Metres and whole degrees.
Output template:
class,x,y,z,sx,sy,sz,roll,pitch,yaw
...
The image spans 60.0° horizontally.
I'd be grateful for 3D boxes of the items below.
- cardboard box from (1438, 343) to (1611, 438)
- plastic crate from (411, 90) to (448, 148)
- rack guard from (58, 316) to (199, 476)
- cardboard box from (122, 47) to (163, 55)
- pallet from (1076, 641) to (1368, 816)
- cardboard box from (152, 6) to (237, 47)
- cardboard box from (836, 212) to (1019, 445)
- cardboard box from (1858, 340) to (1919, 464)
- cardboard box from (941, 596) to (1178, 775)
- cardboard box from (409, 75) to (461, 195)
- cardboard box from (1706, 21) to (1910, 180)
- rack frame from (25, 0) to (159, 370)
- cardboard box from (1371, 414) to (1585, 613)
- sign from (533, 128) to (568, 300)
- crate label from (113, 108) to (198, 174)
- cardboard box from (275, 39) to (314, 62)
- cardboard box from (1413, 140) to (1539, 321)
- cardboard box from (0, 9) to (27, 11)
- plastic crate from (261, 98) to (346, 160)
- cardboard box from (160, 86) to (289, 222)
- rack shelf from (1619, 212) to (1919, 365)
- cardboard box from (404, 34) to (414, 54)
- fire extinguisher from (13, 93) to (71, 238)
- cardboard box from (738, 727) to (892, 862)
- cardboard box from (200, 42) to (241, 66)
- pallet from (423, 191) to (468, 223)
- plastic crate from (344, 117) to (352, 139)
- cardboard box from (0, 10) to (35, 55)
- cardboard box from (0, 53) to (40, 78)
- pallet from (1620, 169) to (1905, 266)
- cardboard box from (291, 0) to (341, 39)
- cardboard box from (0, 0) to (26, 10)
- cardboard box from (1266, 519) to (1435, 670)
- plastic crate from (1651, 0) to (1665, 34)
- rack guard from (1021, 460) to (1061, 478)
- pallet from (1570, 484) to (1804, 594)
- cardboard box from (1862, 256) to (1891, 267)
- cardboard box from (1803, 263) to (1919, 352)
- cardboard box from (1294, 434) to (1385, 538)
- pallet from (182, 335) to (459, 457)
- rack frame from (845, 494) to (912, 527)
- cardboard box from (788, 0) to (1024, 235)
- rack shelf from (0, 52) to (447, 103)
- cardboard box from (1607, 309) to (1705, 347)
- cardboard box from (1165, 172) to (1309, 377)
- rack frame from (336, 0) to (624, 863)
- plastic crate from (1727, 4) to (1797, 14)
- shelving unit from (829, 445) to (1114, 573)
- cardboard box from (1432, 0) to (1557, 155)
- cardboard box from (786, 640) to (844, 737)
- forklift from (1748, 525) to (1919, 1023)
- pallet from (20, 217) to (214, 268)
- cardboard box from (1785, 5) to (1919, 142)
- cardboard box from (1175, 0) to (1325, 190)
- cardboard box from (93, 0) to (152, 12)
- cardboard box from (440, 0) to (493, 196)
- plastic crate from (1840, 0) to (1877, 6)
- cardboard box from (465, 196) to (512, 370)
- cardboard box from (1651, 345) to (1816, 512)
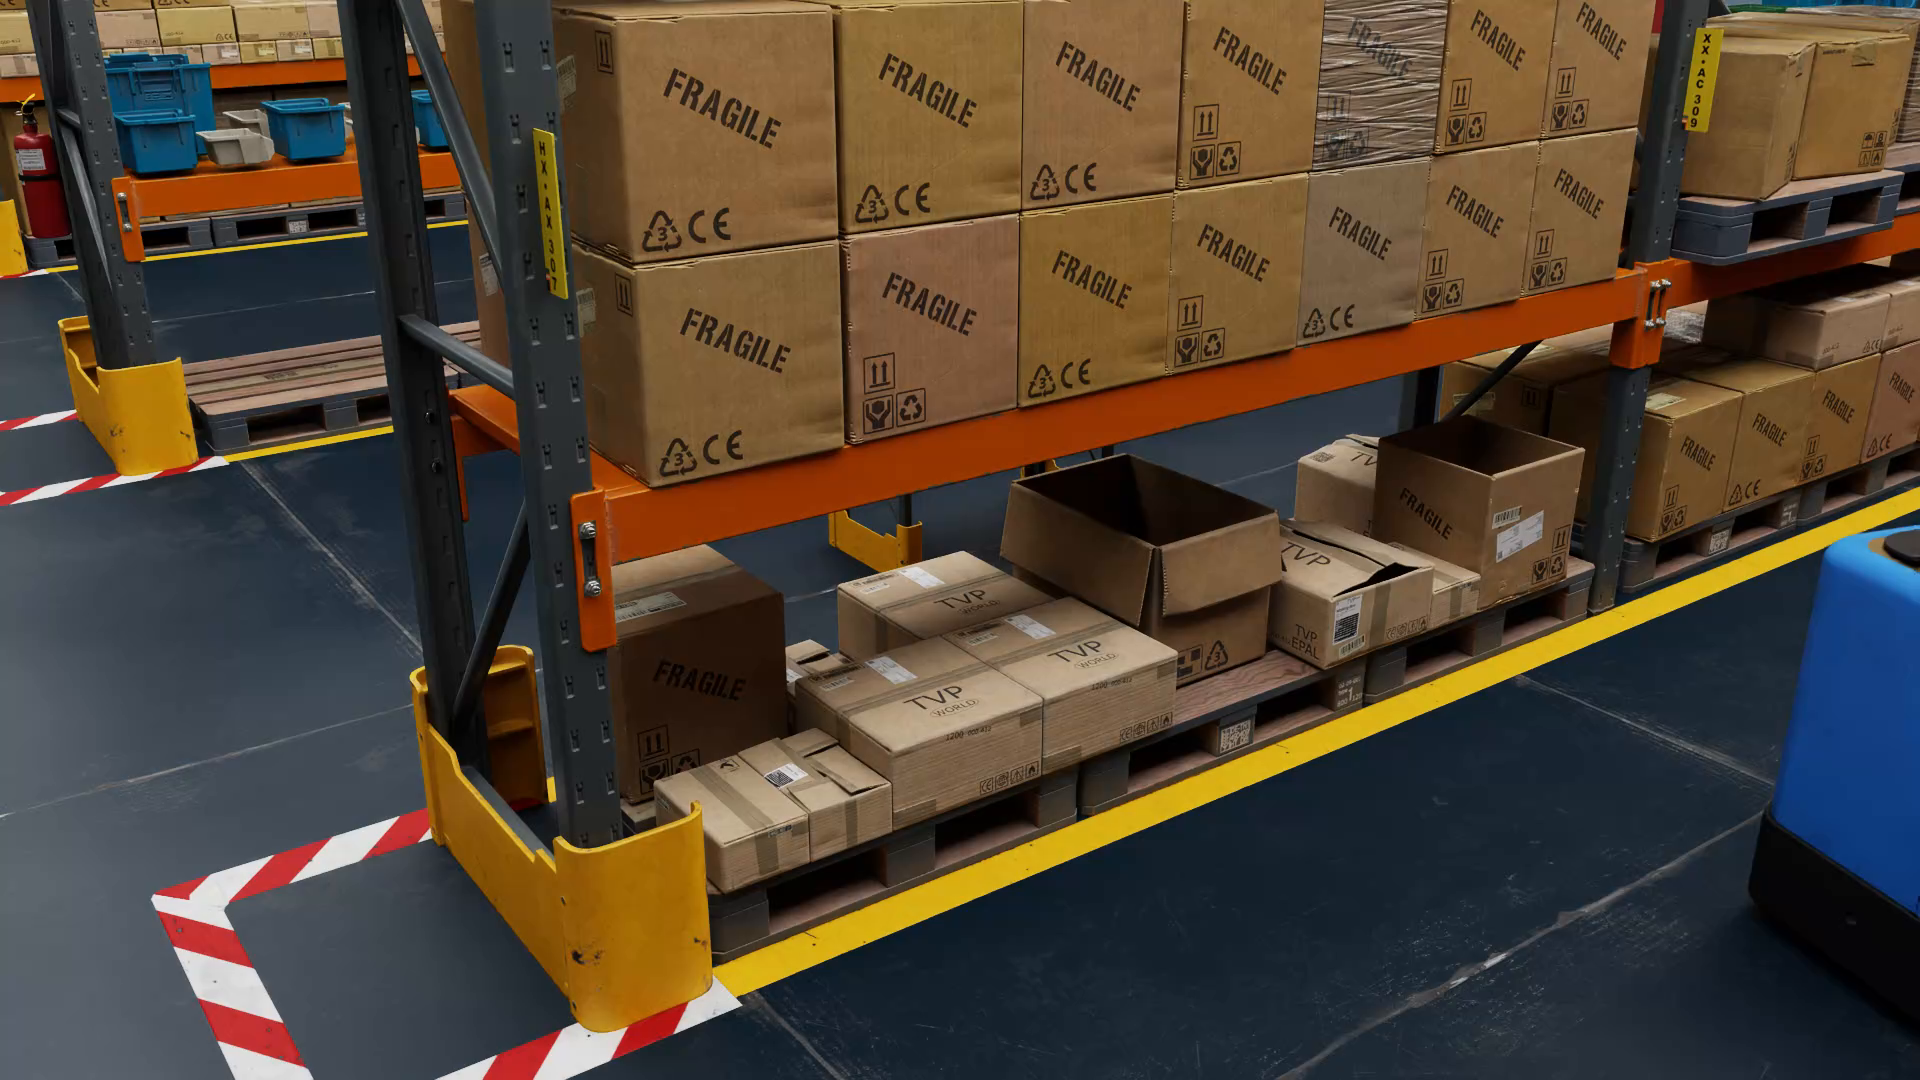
class,x,y,z,sx,sy,sz,roll,pitch,yaw
cardboard box,2.349,-0.509,6.904,0.500,0.500,0.500,-15,26,-33
plastic crate,-2.559,-2.088,8.225,0.300,0.233,0.416,-15,26,-33
rack guard,-4.033,-0.728,8.046,0.348,0.500,1.175,-15,26,-33
cardboard box,-5.806,-3.417,11.752,0.250,0.149,0.380,-15,26,-34
pallet,0.567,0.436,5.518,1.213,0.211,1.003,-15,26,-33
cardboard box,-5.538,-3.701,11.926,0.500,0.250,0.500,-16,27,-35
cardboard box,-0.201,-0.583,4.176,0.500,0.500,0.500,-15,26,-33
cardboard box,3.898,-0.682,7.336,0.500,0.500,0.500,-16,27,-35
cardboard box,0.288,0.417,4.921,0.500,0.250,0.500,-15,26,-33
cardboard box,-4.249,-3.343,13.528,0.875,0.875,0.875,-15,26,-33
cardboard box,3.152,-1.717,6.452,0.500,0.500,0.700,-10,24,-25
rack frame,-4.021,-1.898,7.606,0.127,3.000,1.000,-15,26,-33
cardboard box,1.819,-0.107,5.898,0.500,0.500,0.500,-15,26,-33
sign,-0.814,-0.646,3.300,0.005,0.325,0.100,-15,26,-33
crate label,-3.628,-1.803,7.511,0.303,0.233,0.416,-15,26,-33
cardboard box,-4.973,-3.640,12.309,0.250,0.149,0.380,-14,26,-32
cardboard box,1.443,-1.022,5.275,0.500,0.500,0.500,-14,26,-31
cardboard box,-6.675,-3.641,11.775,0.500,0.250,0.500,-15,26,-34
plastic crate,-3.094,-1.945,7.868,0.300,0.233,0.416,-15,26,-33
cardboard box,-5.702,-2.956,12.557,0.875,0.875,0.875,-15,26,-33
rack shelf,3.740,-1.372,7.257,4.000,0.370,1.077,-15,26,-33
cardboard box,-4.349,-3.806,12.725,0.250,0.149,0.380,-14,26,-32
fire extinguisher,-4.408,-1.793,7.950,0.183,0.674,0.296,-15,26,-33
cardboard box,-0.387,0.663,4.416,0.250,0.166,0.380,-15,26,-33
cardboard box,-5.390,-3.528,12.029,0.250,0.149,0.380,-15,26,-33
pallet,-4.329,-2.818,13.673,1.213,0.211,1.003,-15,26,-33
plastic crate,-3.221,-2.093,8.368,0.243,0.136,0.396,-15,26,-33
cardboard box,-6.366,-3.479,11.369,0.500,0.250,0.500,-16,27,-34
cardboard box,-6.432,-3.249,11.330,0.250,0.149,0.380,-15,26,-32
pallet,2.829,-1.324,6.426,1.213,0.211,1.003,-15,26,-33
cardboard box,-4.704,-3.925,12.485,0.500,0.250,0.500,-14,26,-32
cardboard box,-6.671,-3.989,11.636,0.500,0.500,0.500,-15,26,-32
cardboard box,1.211,0.143,5.526,0.500,0.311,0.500,-15,26,-33
plastic crate,5.506,-4.328,13.610,0.583,0.464,0.402,-15,26,-33
rack guard,0.466,-0.240,7.162,0.087,0.250,0.587,-15,26,-33
pallet,2.754,-0.165,7.025,1.213,0.211,1.003,-15,26,-33
cardboard box,4.827,-1.169,8.559,0.500,0.500,0.500,-14,26,-31
cardboard box,3.870,-1.021,7.175,0.500,0.250,0.500,-16,26,-34
cardboard box,1.649,-0.203,6.391,0.500,0.311,0.500,-15,26,-33
pallet,-3.329,-0.770,8.540,1.213,0.211,1.003,-15,26,-33
rack frame,-0.343,-0.605,6.389,0.032,1.500,0.500,-15,26,-33
cardboard box,-0.197,-1.050,3.996,0.500,0.500,0.500,-15,26,-32
rack shelf,-5.290,-3.487,12.558,4.000,0.370,1.077,-15,26,-33
cardboard box,3.163,-0.722,7.438,0.500,0.500,0.500,-15,26,-32
cardboard box,0.615,-0.799,4.716,0.500,0.500,0.500,-15,26,-32
rack frame,-1.131,-0.407,3.869,0.127,3.000,1.000,-15,26,-33
plastic crate,6.987,-4.606,14.677,0.662,0.188,0.450,-15,26,-33
shelving unit,0.062,-0.713,6.660,1.083,1.500,0.587,-15,26,-33
cardboard box,1.443,-1.485,5.085,0.500,0.500,0.500,-16,27,-34
cardboard box,-0.452,0.452,4.945,0.250,0.166,0.380,-15,26,-33
forklift,3.646,-0.377,3.887,3.031,2.935,1.130,-7,23,-17
pallet,-6.310,-2.290,12.349,1.213,0.211,1.003,-15,26,-33
cardboard box,4.064,-2.069,7.333,0.500,0.500,0.700,-10,24,-23
cardboard box,0.624,-1.267,4.540,0.500,0.500,0.500,-15,26,-33
cardboard box,-5.960,-3.936,11.501,0.500,0.500,0.500,-16,27,-34
cardboard box,-0.930,-1.097,4.114,0.500,0.500,0.500,-15,26,-33
plastic crate,8.205,-4.955,15.467,0.408,0.251,0.499,-15,26,-33
cardboard box,-0.926,-0.632,4.299,0.500,0.500,0.500,-14,26,-31
cardboard box,3.078,-0.466,6.797,0.500,0.500,0.500,-14,26,-32
